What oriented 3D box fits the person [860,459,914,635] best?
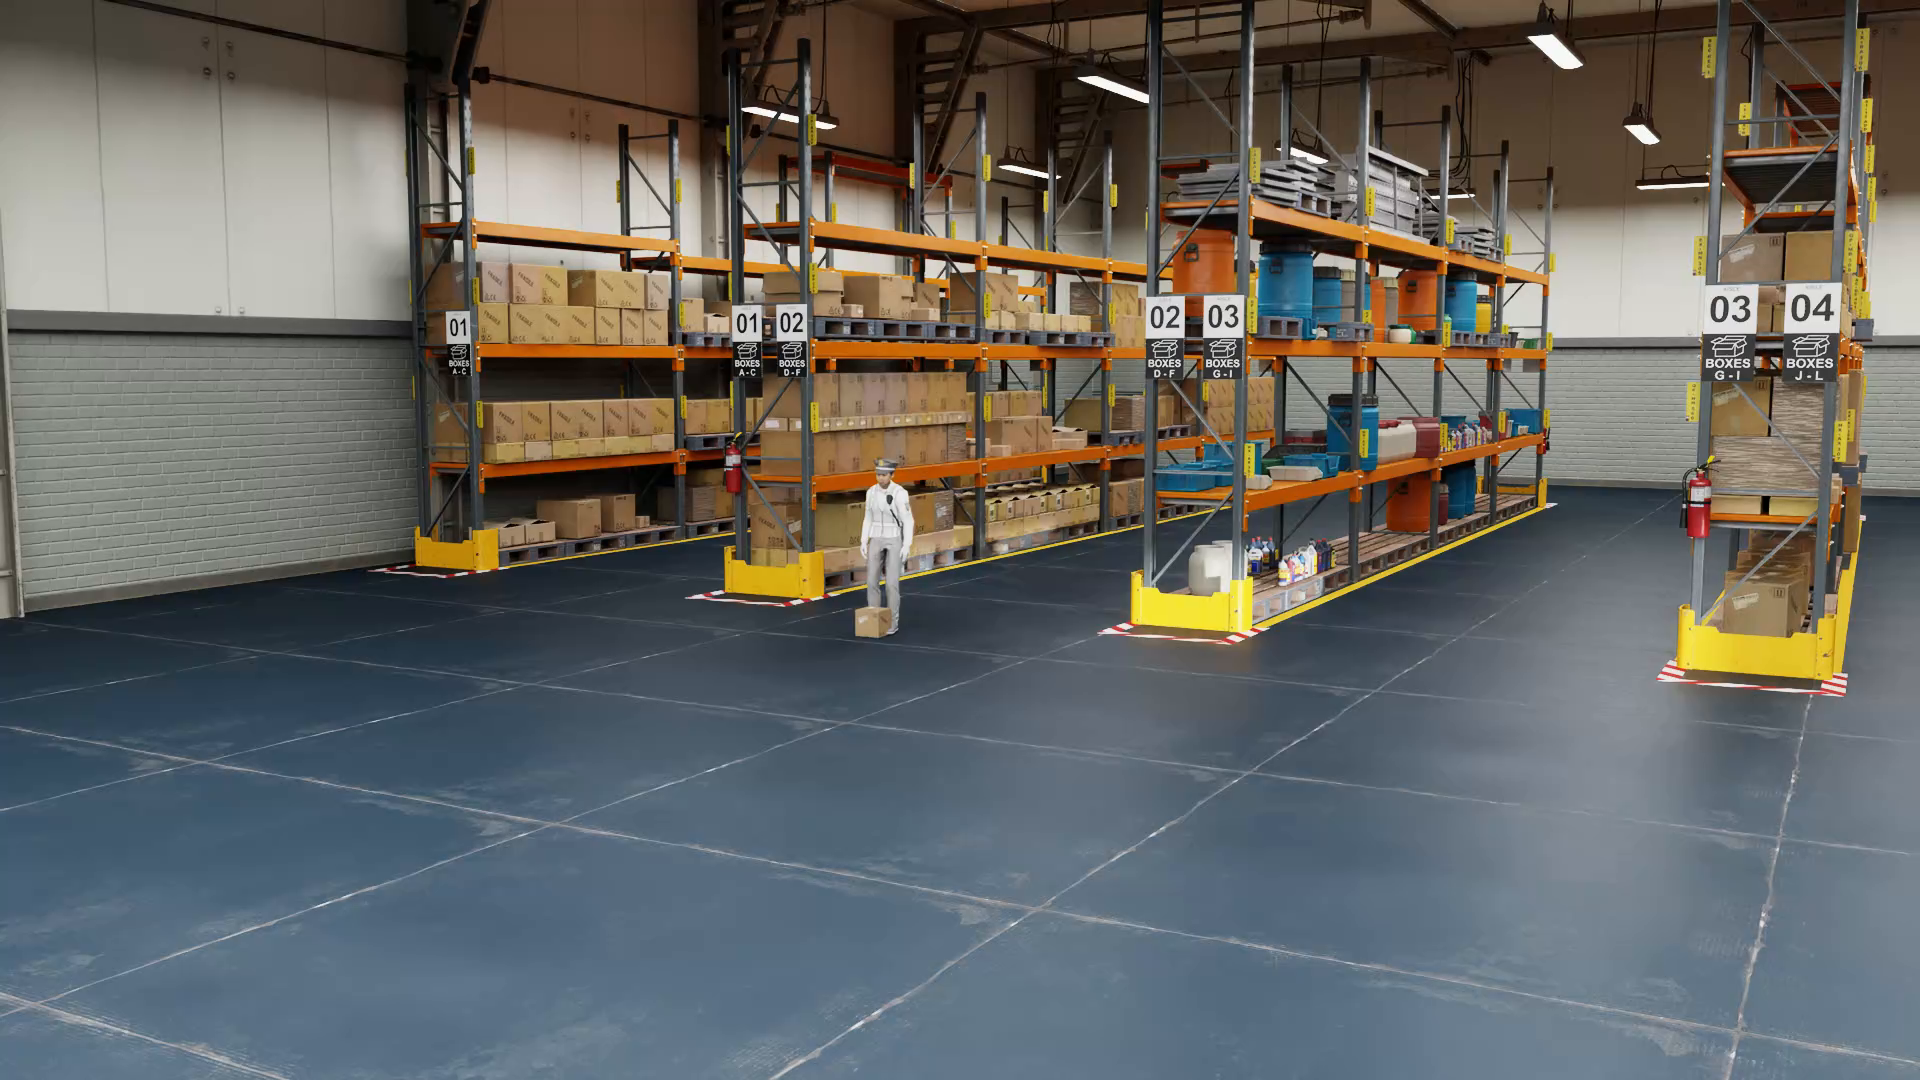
[{"bbox_3d":[-0.713,0.054,15.848,0.543,1.662,0.416,3,7,25],"label":"person"}]
